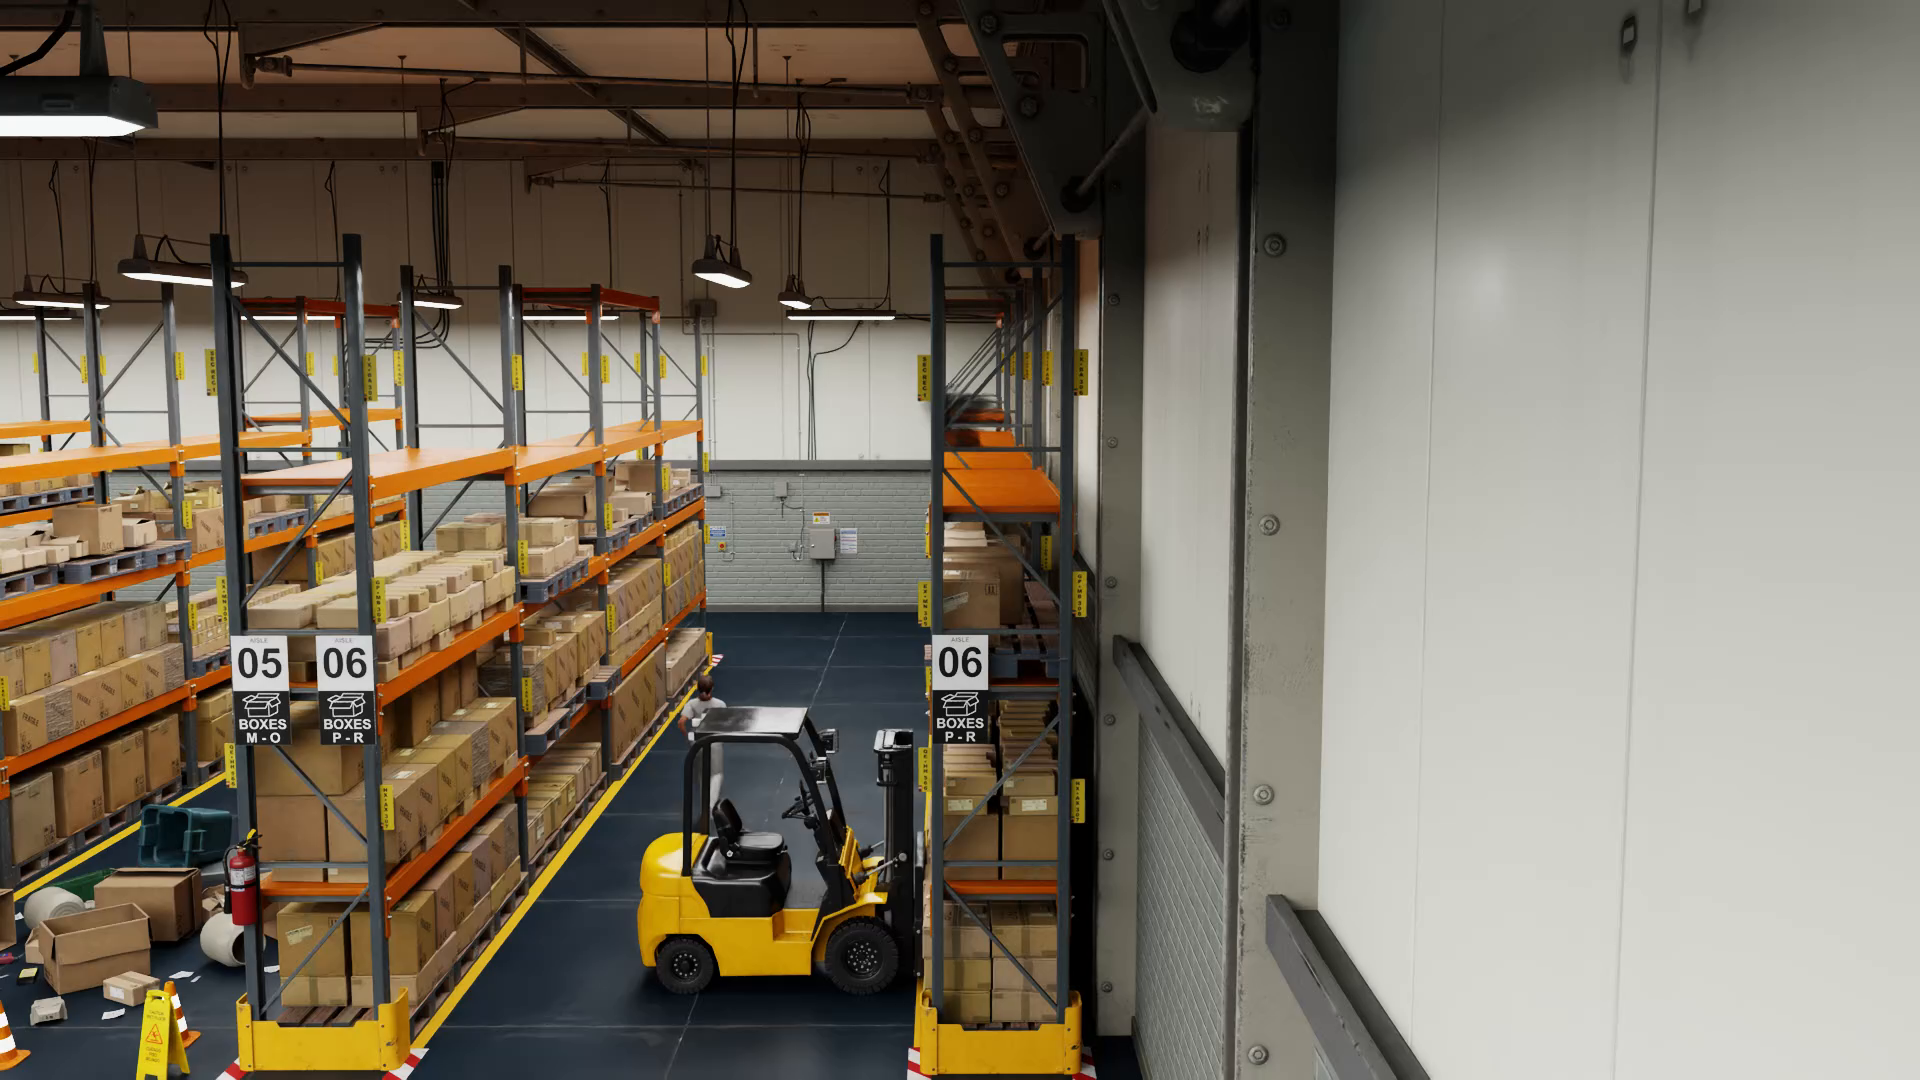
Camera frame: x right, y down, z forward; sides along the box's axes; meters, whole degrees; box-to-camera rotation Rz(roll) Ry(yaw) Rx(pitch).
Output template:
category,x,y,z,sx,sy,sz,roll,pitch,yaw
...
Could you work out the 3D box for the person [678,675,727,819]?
category,x,y,z,sx,sy,sz,roll,pitch,yaw
person,-2.824,2.302,18.477,0.583,1.642,0.903,0,6,-3
